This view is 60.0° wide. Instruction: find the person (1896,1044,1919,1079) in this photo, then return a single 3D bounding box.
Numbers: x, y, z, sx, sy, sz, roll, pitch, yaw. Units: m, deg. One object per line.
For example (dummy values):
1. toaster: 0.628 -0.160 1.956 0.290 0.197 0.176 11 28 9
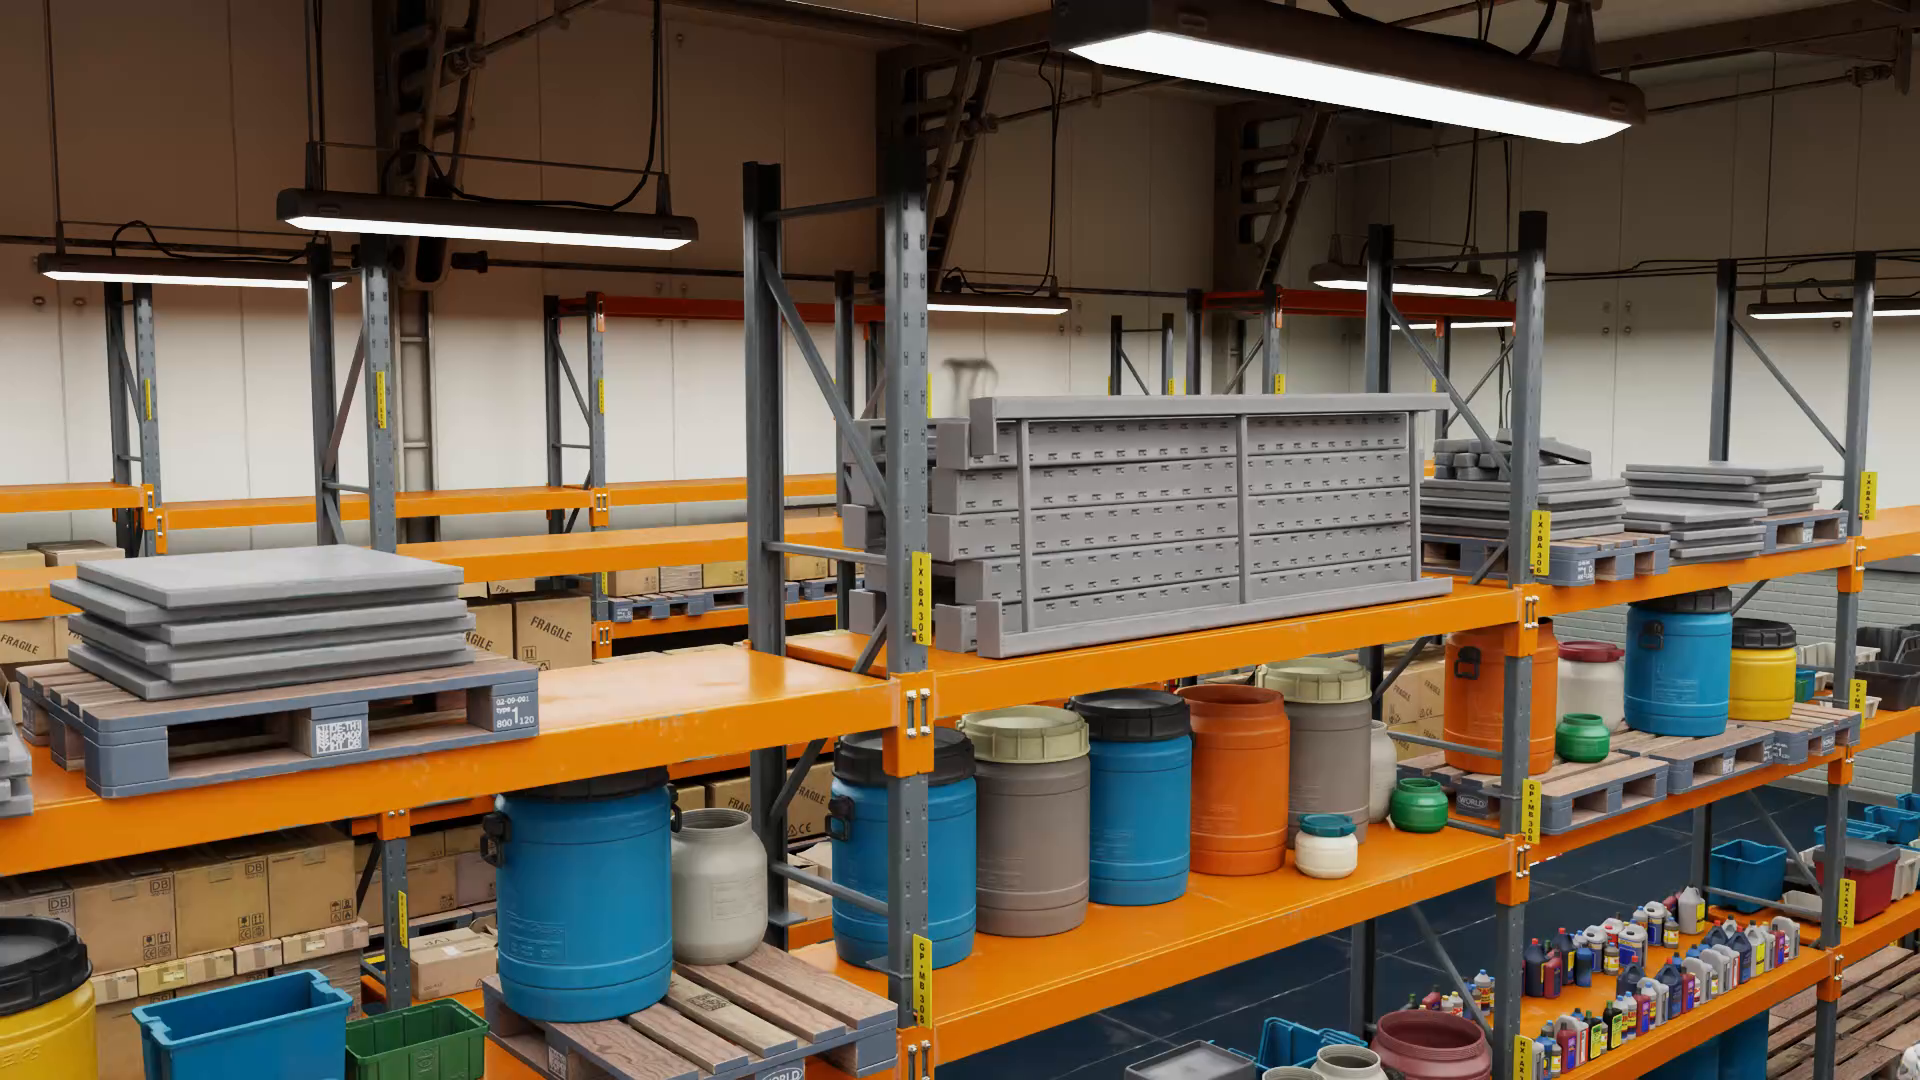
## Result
1. person: 5.693 3.456 9.569 0.582 1.677 0.838 4 7 37
